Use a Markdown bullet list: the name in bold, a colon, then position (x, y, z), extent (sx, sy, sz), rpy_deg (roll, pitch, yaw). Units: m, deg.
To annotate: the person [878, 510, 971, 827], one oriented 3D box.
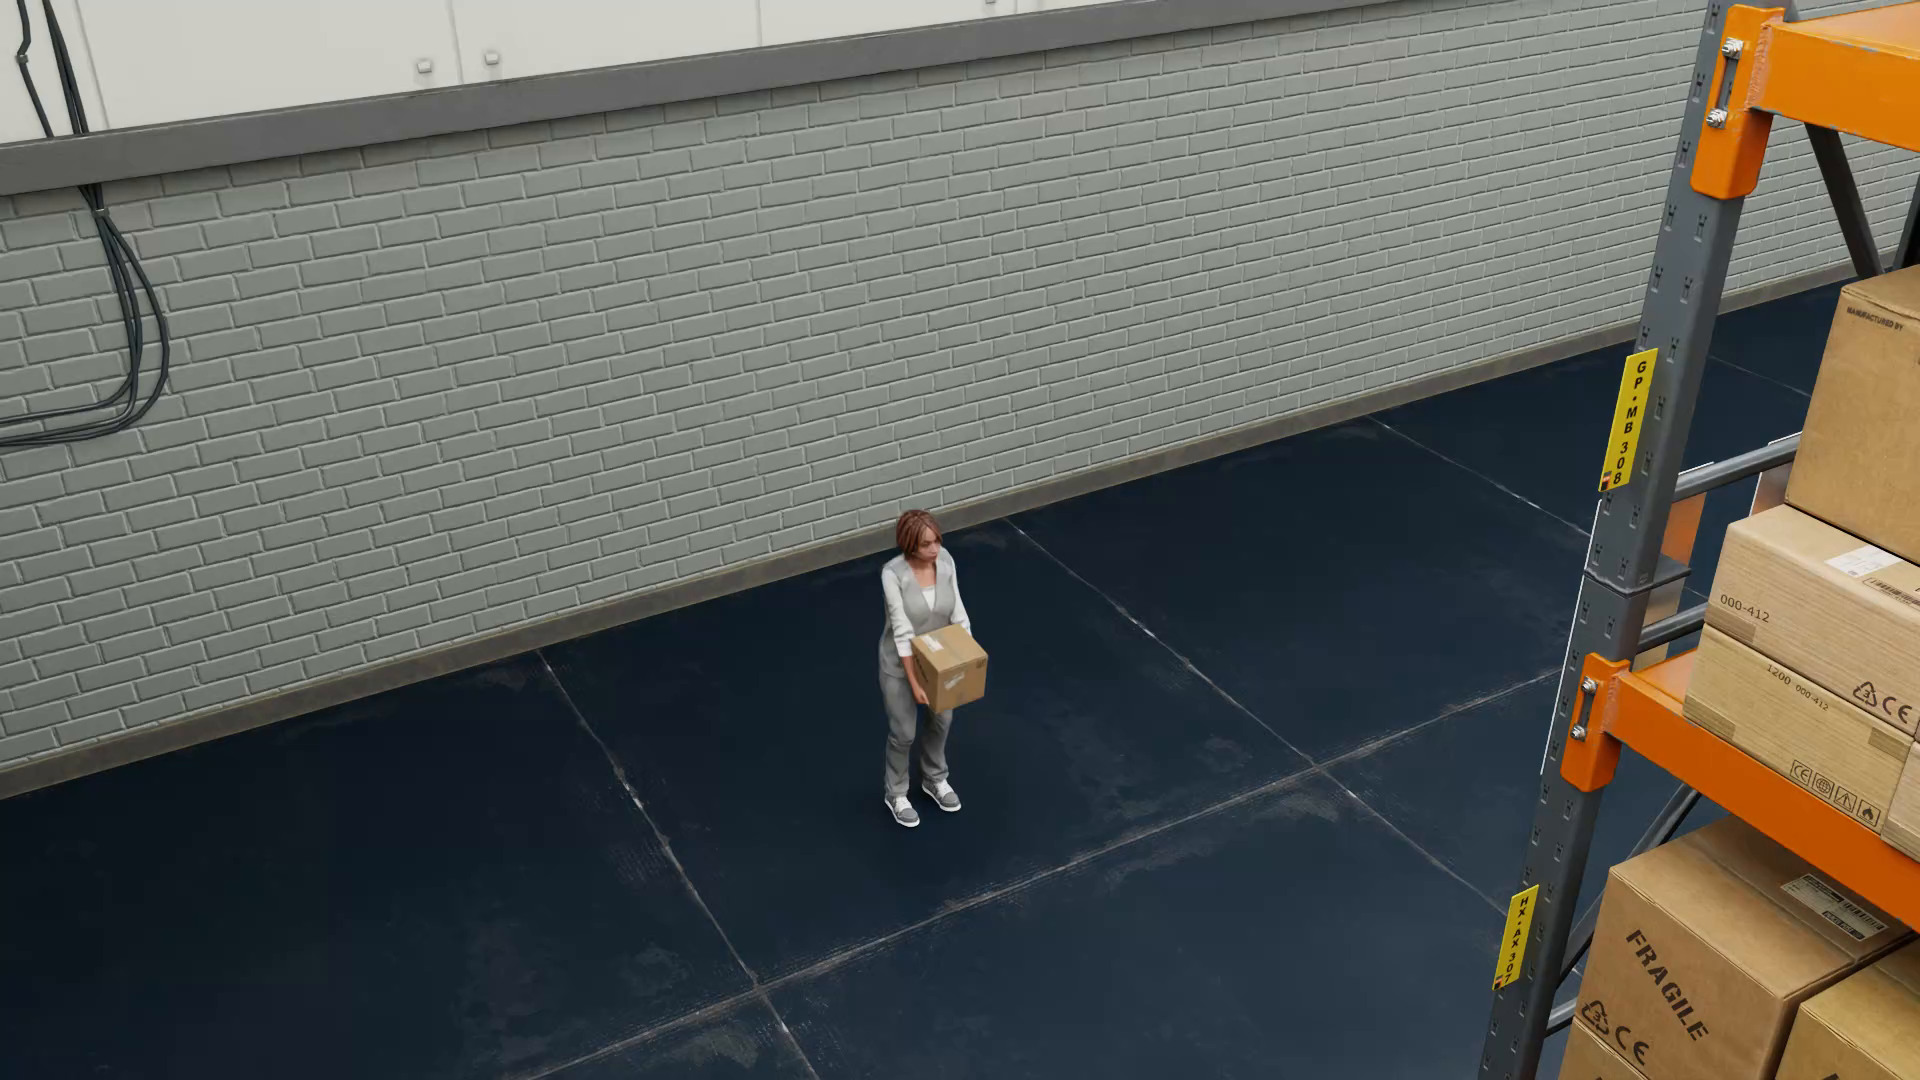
- **person**: position (-0.148, 0.599, 7.502), extent (0.375, 1.598, 0.503), rpy_deg (-17, 33, -27)
